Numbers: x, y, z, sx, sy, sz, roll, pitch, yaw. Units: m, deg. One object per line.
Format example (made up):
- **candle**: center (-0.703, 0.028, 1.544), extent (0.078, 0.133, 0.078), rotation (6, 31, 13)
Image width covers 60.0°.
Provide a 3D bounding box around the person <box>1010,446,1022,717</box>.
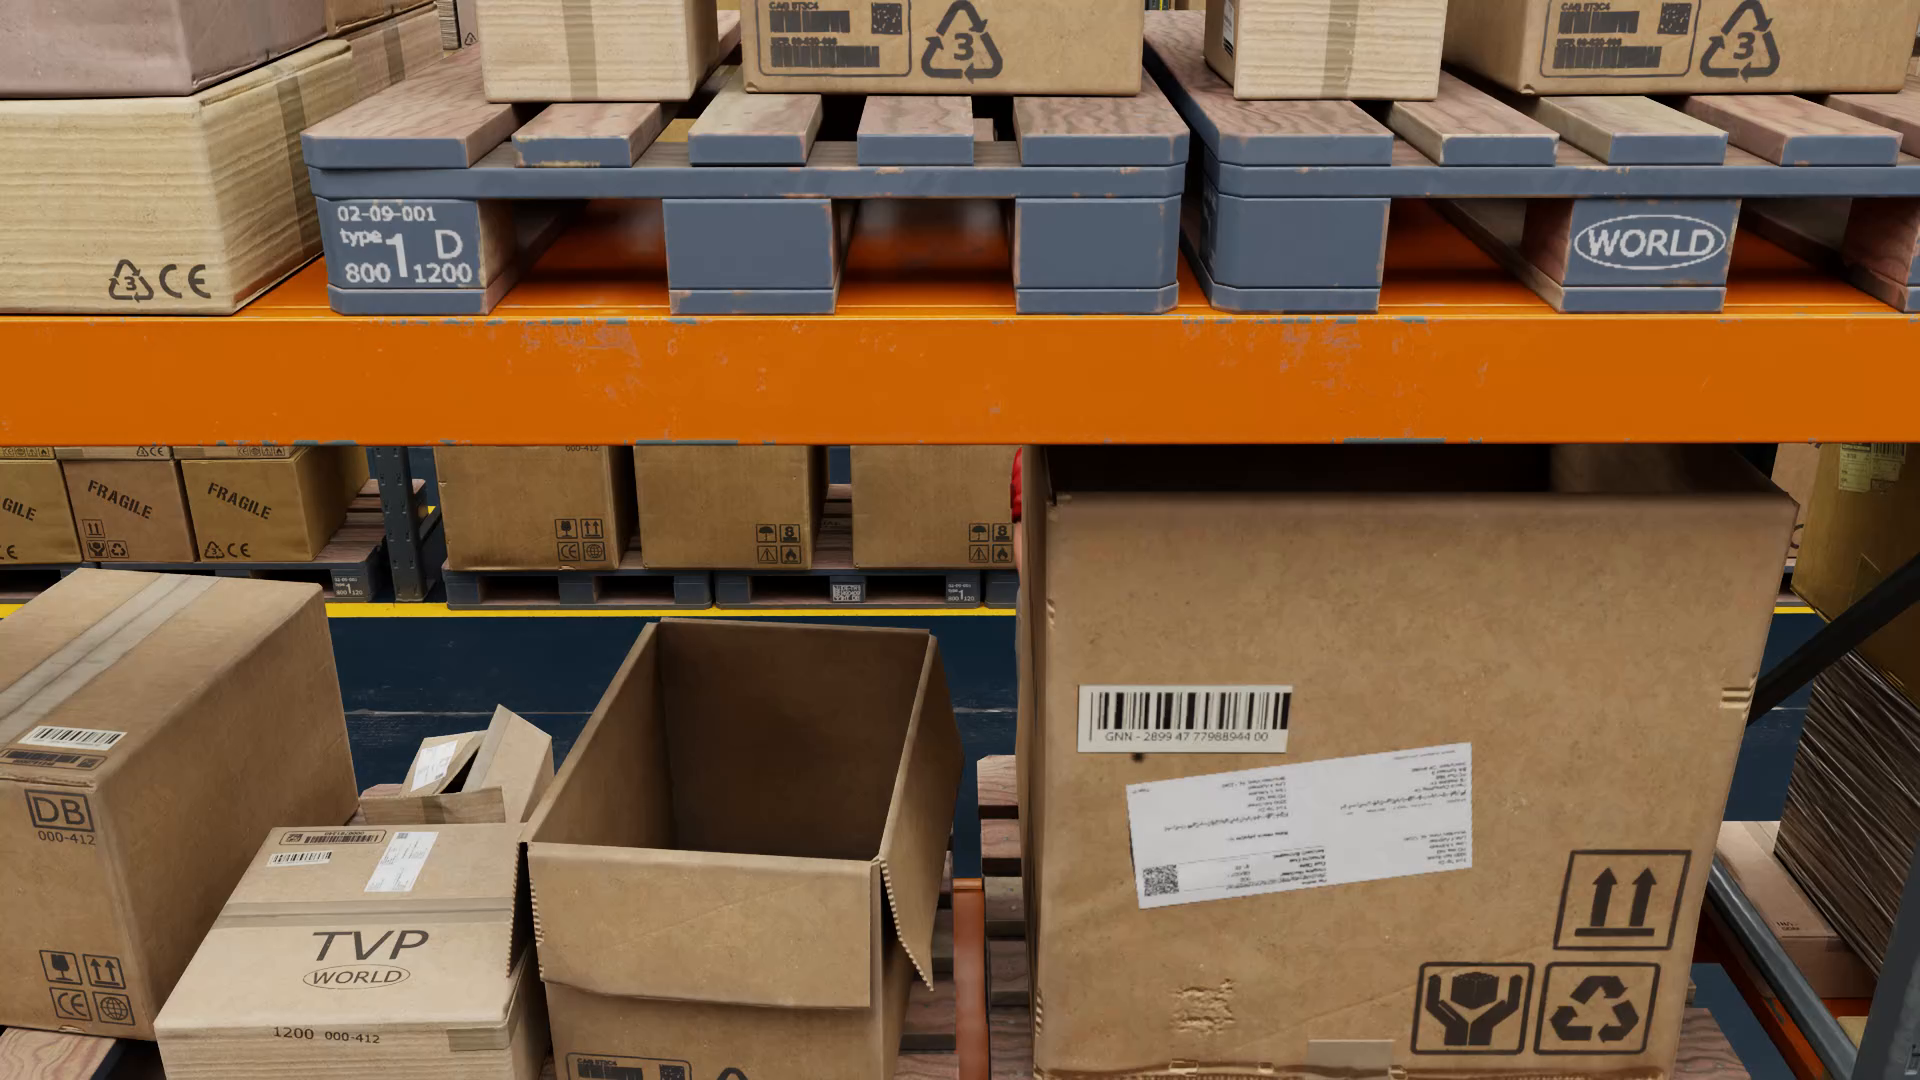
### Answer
- **person**: center (0.412, 0.288, 5.488), extent (0.493, 1.712, 0.530), rotation (0, 24, 0)
